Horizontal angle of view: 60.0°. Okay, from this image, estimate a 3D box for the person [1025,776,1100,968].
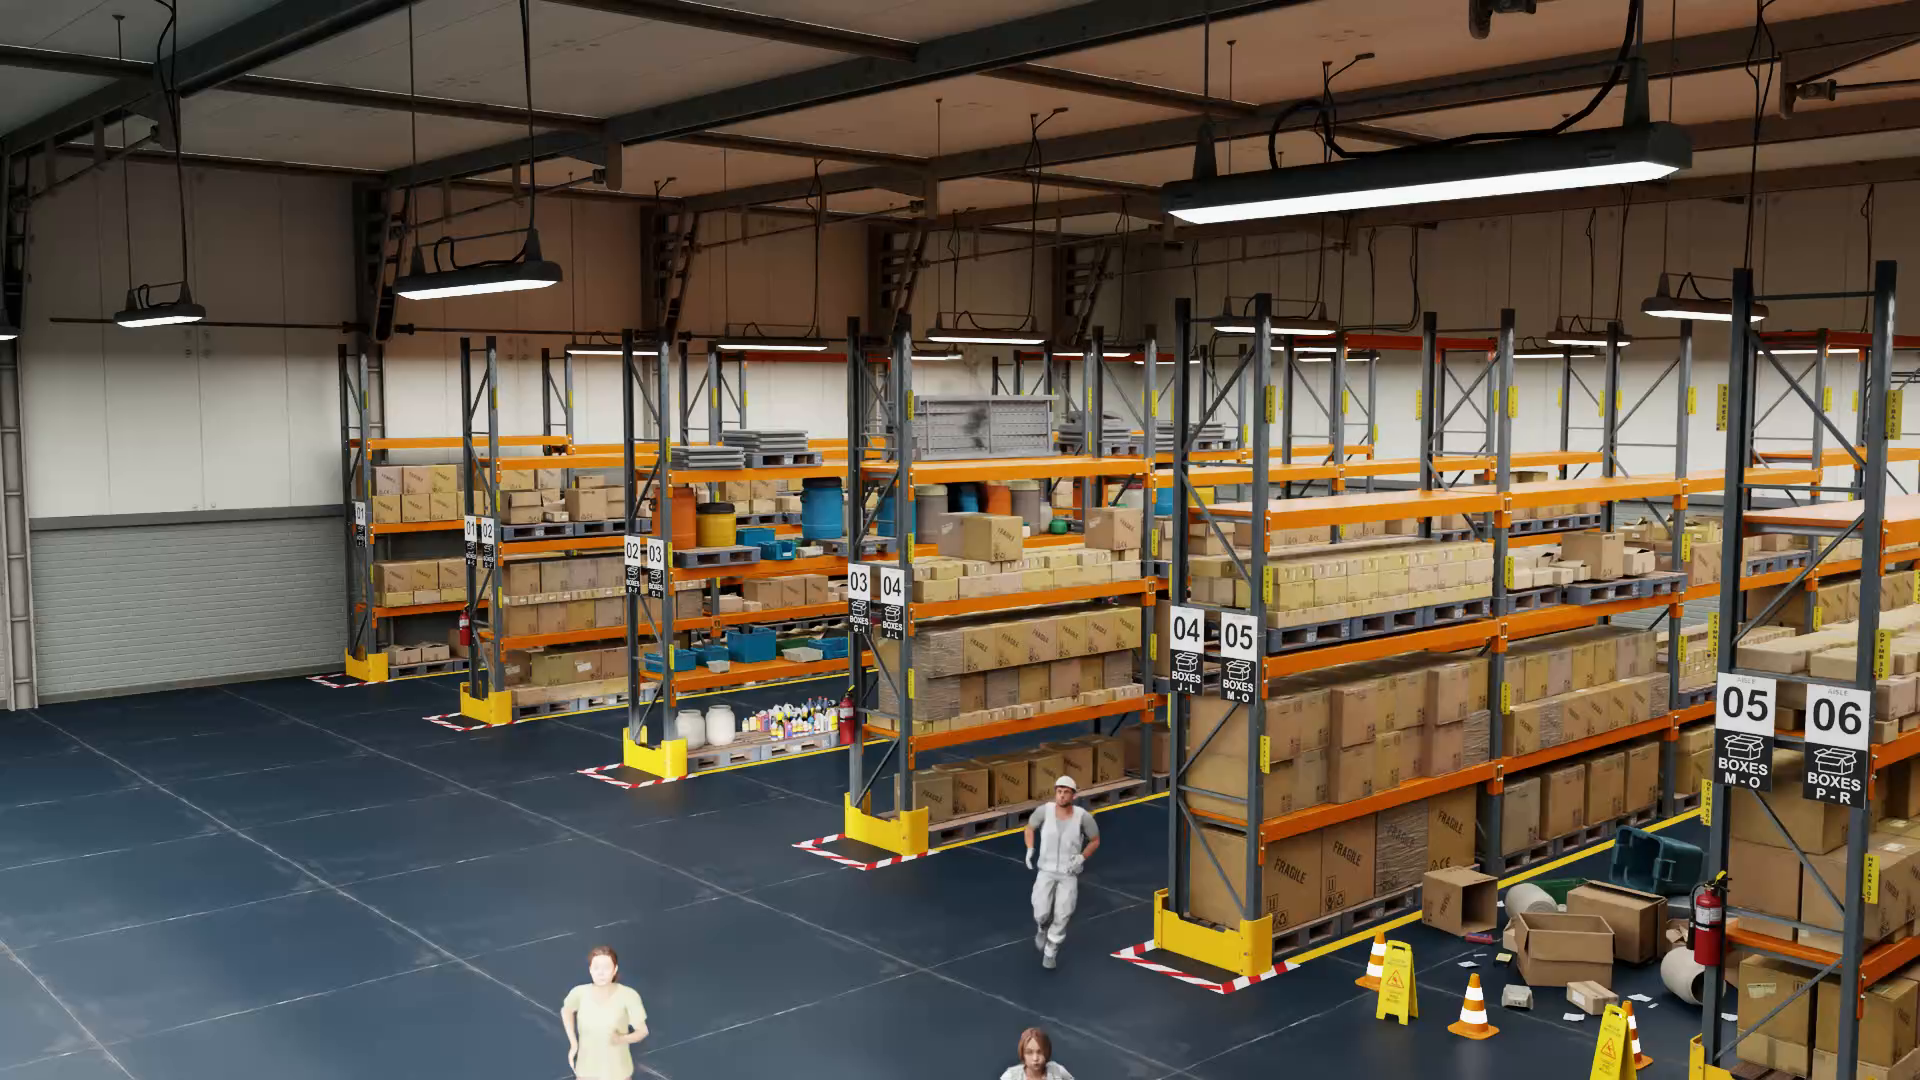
[{"bbox_3d":[0.909,2.966,14.925,0.688,1.734,0.550,1,5,10],"label":"person"}]

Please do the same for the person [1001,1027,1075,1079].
[{"bbox_3d":[0.412,3.519,9.357,0.541,1.592,0.868,0,5,3],"label":"person"}]

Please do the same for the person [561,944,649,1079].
[{"bbox_3d":[-2.234,3.318,10.451,0.560,1.567,0.670,-1,5,-7],"label":"person"}]
